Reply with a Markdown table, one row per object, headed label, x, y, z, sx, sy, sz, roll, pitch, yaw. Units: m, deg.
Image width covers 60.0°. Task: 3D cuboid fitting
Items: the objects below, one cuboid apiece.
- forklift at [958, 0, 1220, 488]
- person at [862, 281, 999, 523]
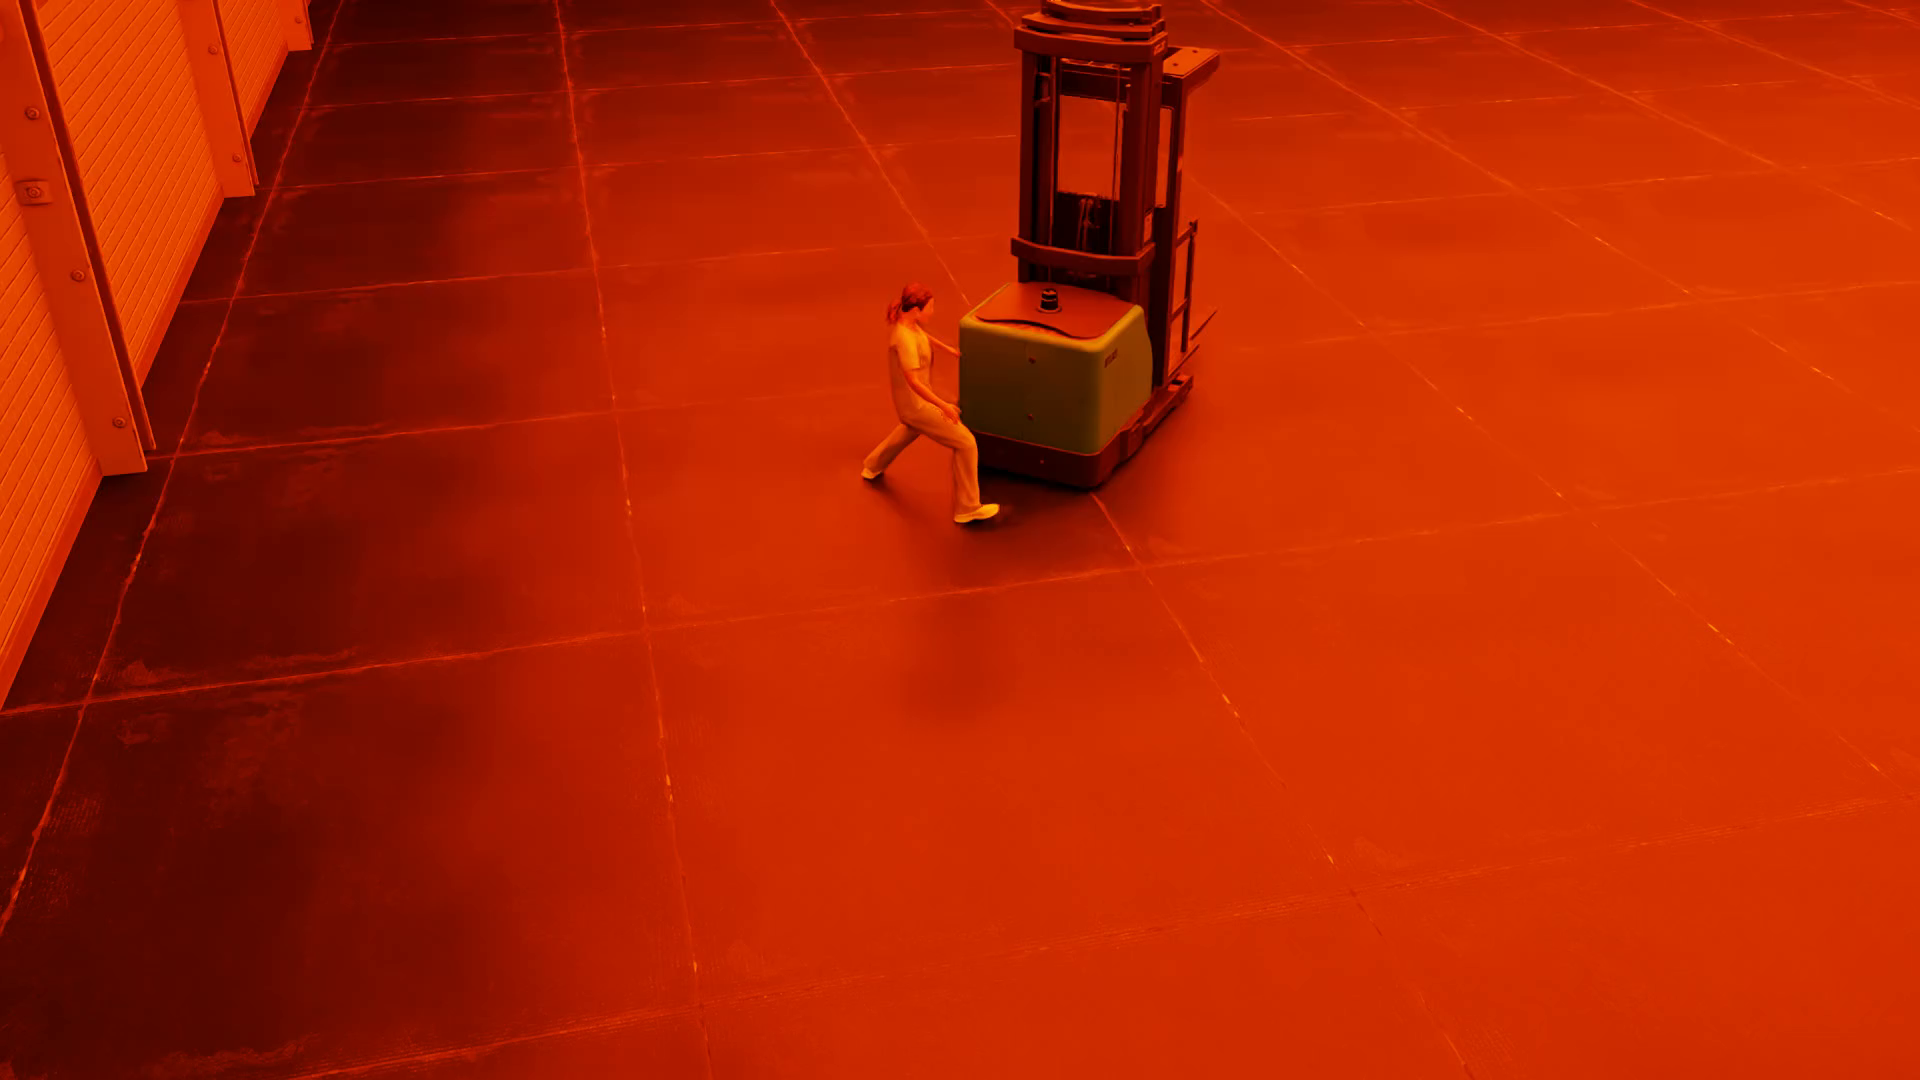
| label | x | y | z | sx | sy | sz | roll | pitch | yaw |
| --- | --- | --- | --- | --- | --- | --- | --- | --- | --- |
| forklift | 1.079 | -2.329 | 11.598 | 1.130 | 2.935 | 3.031 | 14 | 33 | 23 |
| person | -0.207 | -0.931 | 10.653 | 0.880 | 1.538 | 0.939 | -2 | 30 | -3 |
